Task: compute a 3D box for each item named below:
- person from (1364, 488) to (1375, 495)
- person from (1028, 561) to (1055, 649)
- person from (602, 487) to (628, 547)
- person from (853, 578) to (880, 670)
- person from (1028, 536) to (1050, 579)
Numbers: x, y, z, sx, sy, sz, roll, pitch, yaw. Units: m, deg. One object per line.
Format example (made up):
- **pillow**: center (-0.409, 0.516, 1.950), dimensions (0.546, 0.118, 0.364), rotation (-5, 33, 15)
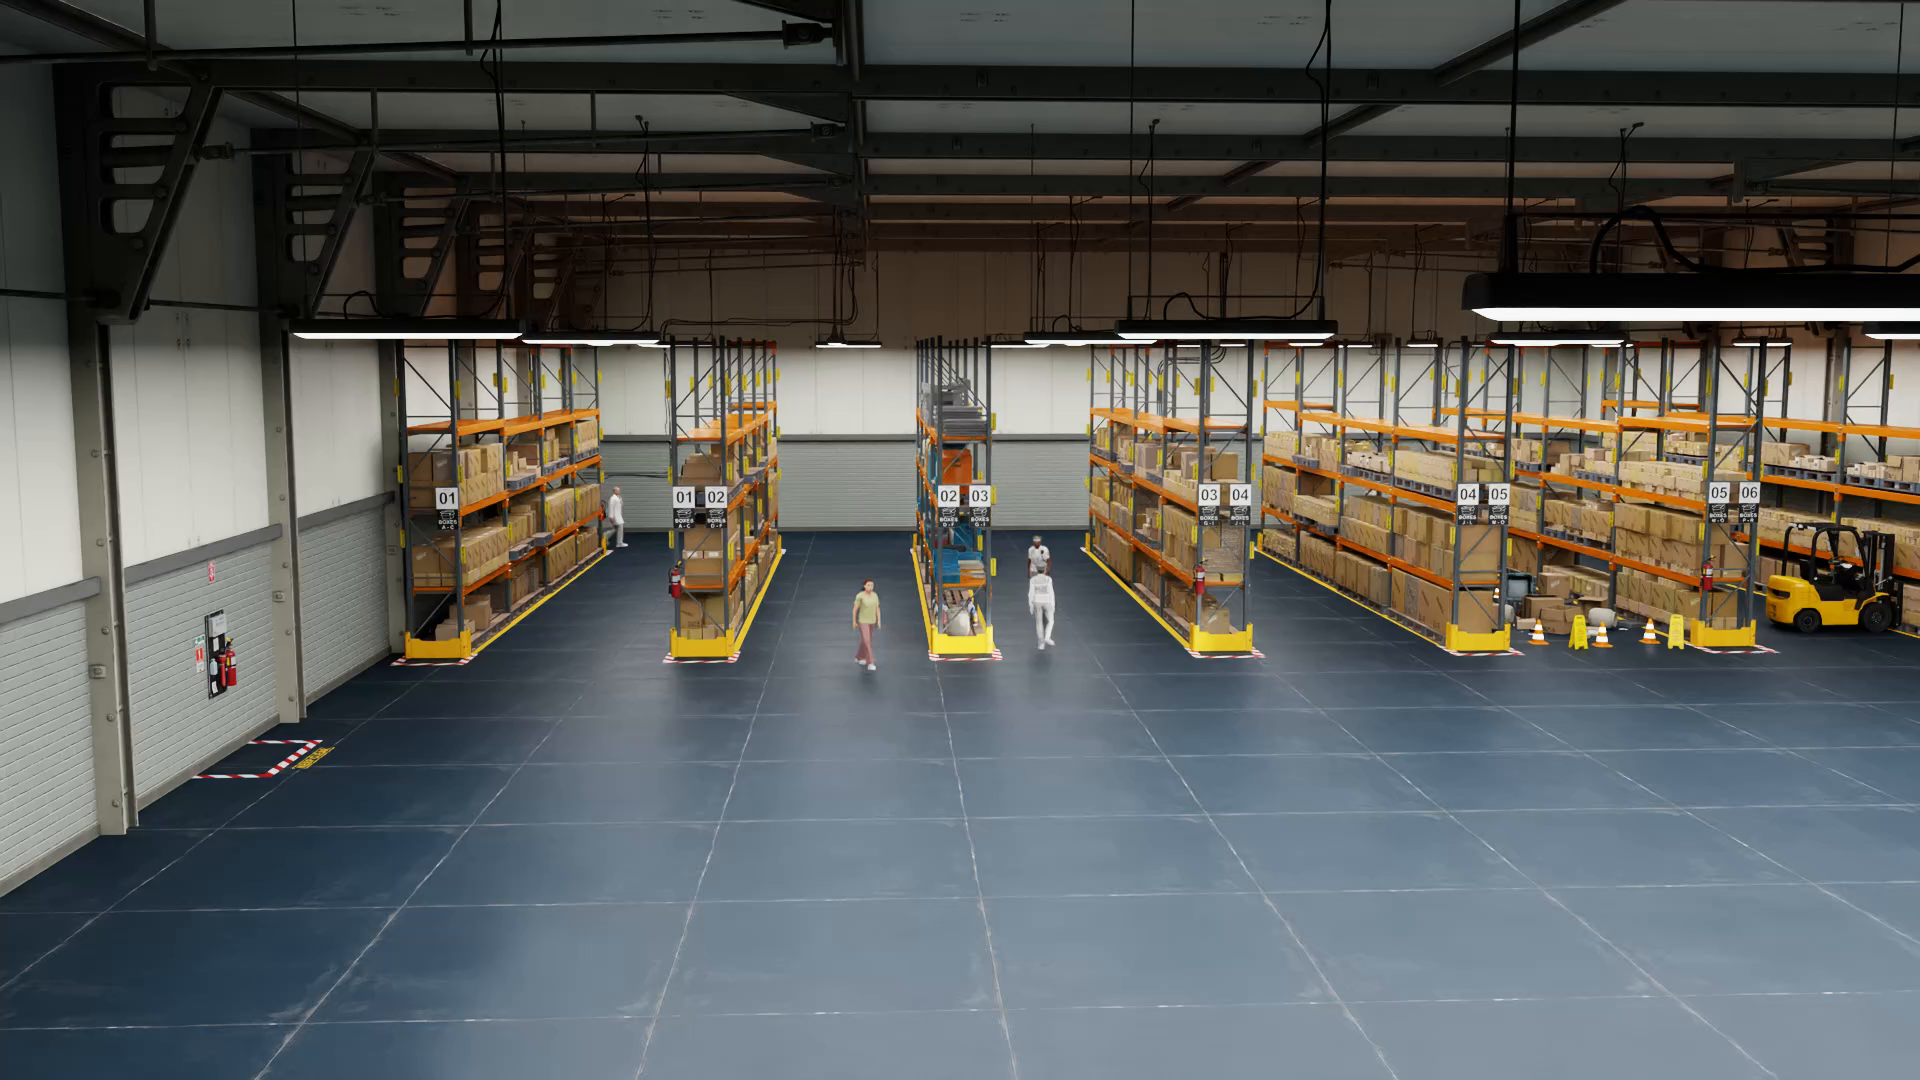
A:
- **person**: center (12.851, -1.004, 52.028), dimensions (0.972, 1.632, 0.436), rotation (-2, 7, -14)
- **person**: center (1.572, 1.261, 31.986), dimensions (0.523, 1.667, 0.462), rotation (1, 7, 9)
- **person**: center (-10.097, -0.680, 48.548), dimensions (0.833, 1.758, 0.552), rotation (0, 6, -2)
- **person**: center (-1.651, 1.487, 30.002), dimensions (0.483, 1.617, 0.975), rotation (-5, 8, -39)
- **person**: center (1.771, 0.708, 37.094), dimensions (0.507, 1.642, 0.576), rotation (1, 7, 9)
